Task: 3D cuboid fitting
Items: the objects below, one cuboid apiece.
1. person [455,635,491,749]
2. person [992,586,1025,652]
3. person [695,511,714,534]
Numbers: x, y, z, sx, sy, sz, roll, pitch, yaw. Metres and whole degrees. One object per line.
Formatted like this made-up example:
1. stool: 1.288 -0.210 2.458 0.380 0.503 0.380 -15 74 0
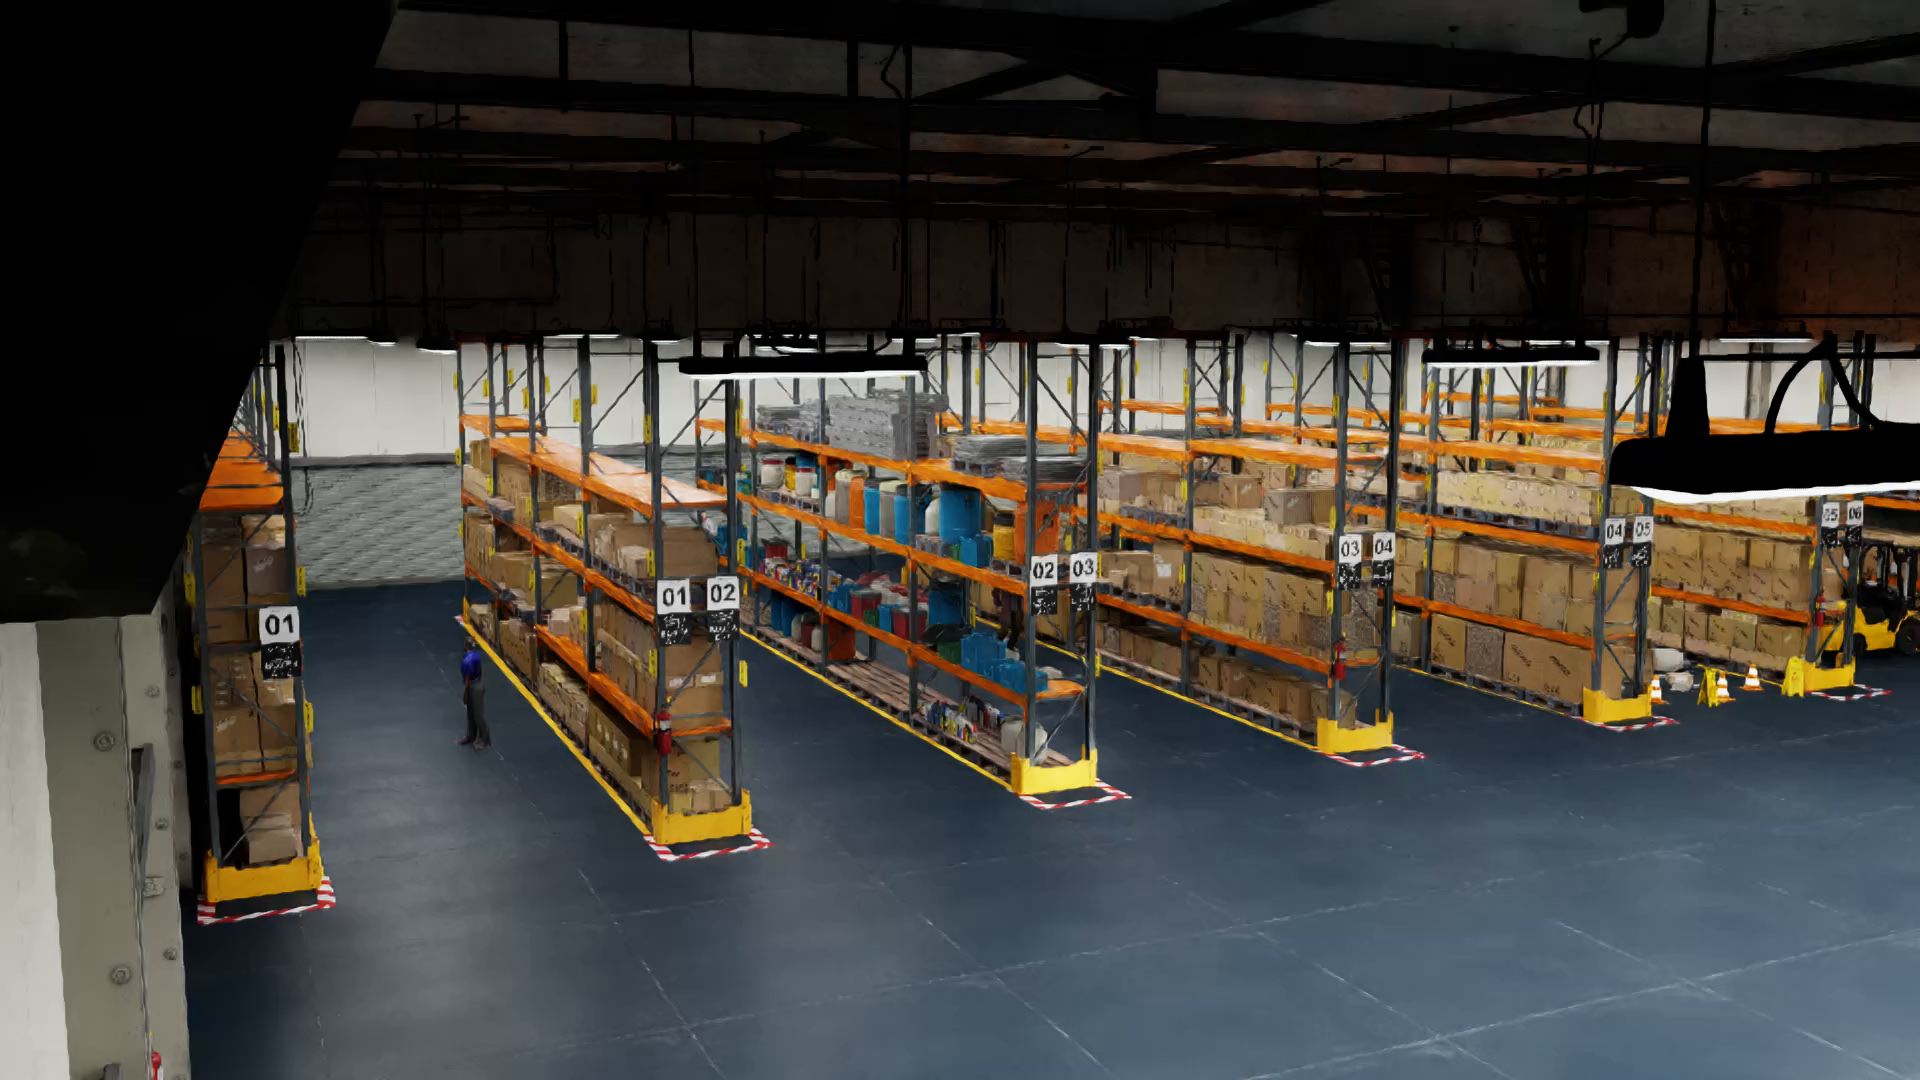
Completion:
1. person: -7.187 2.213 24.453 0.563 1.648 0.594 -1 8 -4
2. person: 0.934 1.271 31.256 0.729 1.733 0.546 -4 9 -26
3. person: -6.278 0.028 40.867 0.482 1.612 0.958 0 8 -3
